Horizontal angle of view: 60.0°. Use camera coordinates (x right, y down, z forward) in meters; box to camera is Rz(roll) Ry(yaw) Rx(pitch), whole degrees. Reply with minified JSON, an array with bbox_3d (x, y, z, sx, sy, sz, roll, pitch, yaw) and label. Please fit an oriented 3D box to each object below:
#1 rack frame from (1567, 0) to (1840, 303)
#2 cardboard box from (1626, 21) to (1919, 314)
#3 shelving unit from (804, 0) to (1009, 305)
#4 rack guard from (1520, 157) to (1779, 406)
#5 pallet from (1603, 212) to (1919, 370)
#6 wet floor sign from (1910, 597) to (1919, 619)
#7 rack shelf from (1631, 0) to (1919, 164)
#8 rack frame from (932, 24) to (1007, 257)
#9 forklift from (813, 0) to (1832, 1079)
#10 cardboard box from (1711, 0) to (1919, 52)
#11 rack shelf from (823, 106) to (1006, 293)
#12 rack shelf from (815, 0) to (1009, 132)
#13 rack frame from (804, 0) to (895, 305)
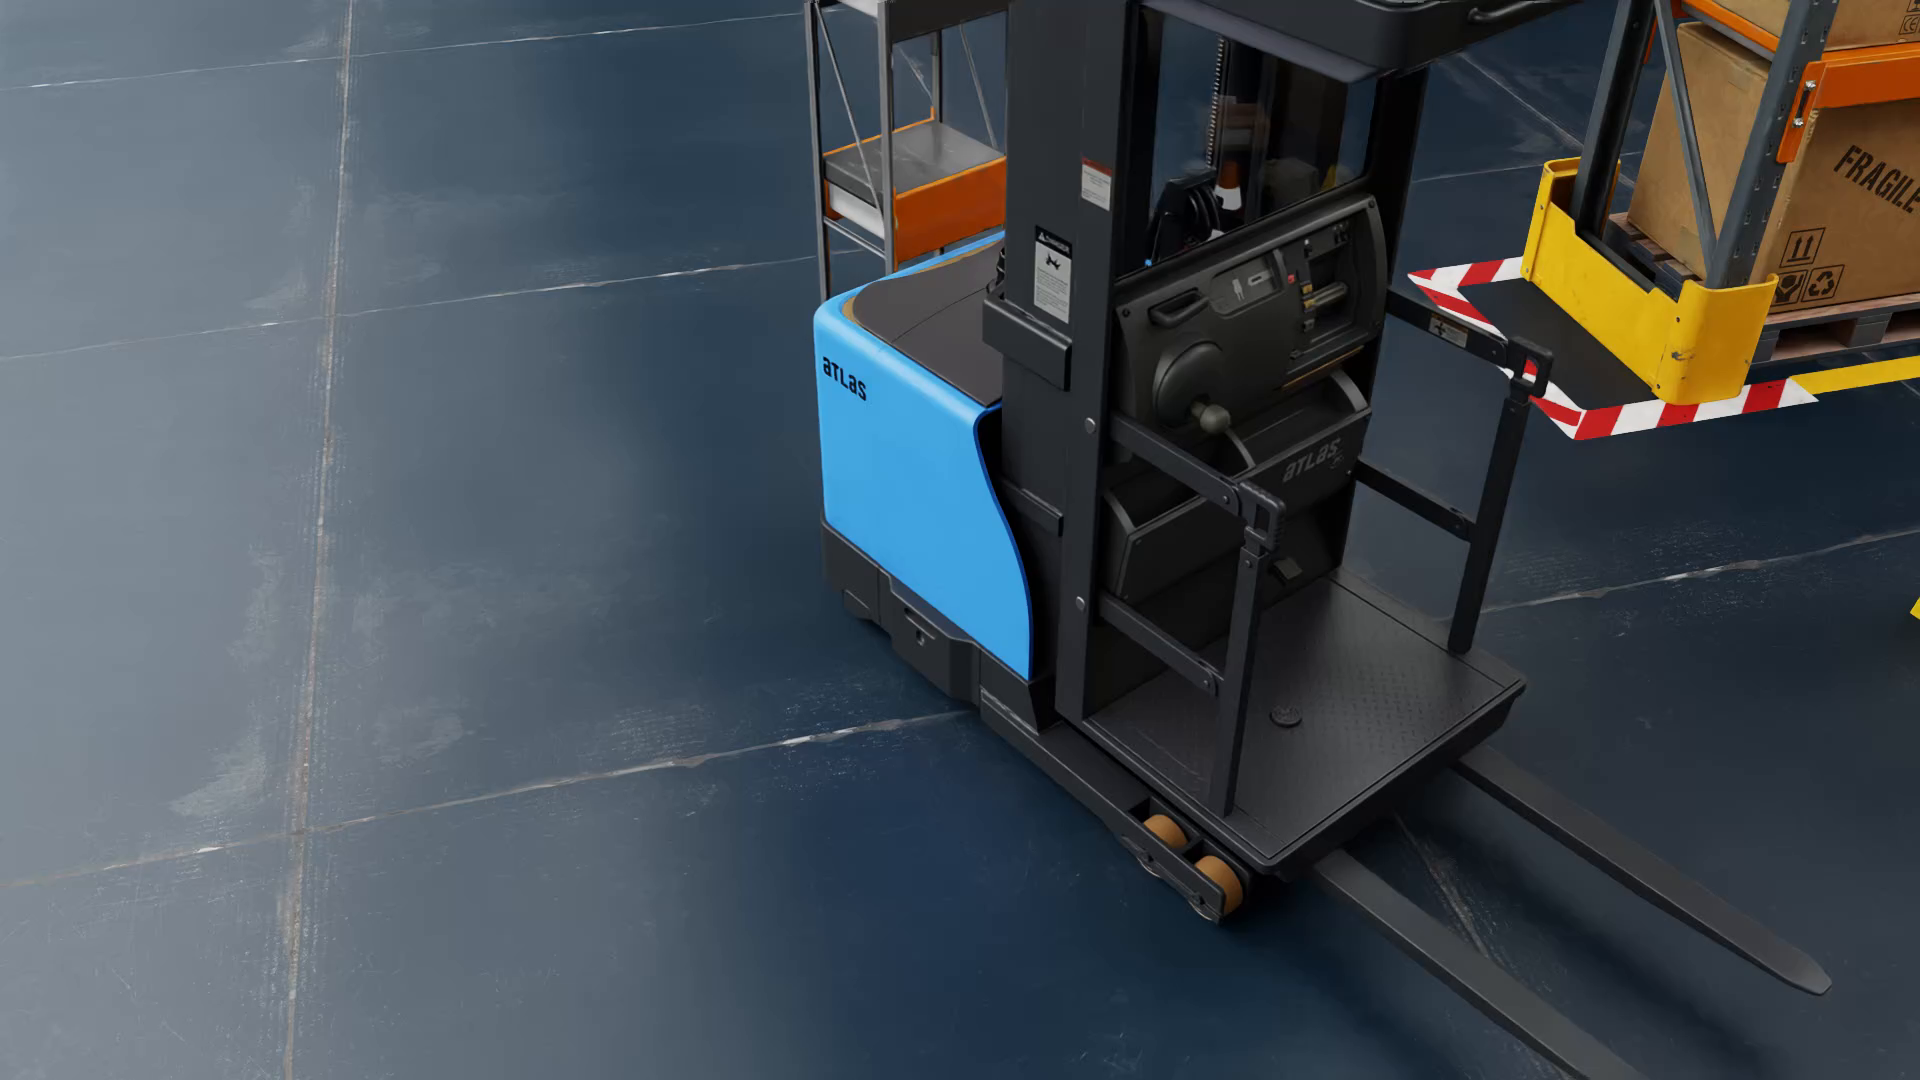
[{"bbox_3d":[2.778,-2.074,5.993,0.127,3.000,1.000,-9,38,-12],"label":"rack frame"},{"bbox_3d":[3.416,-1.543,6.702,0.875,0.875,0.875,-9,38,-12],"label":"cardboard box"},{"bbox_3d":[-0.144,-1.048,5.392,0.503,2.100,0.431,-27,45,-30],"label":"shelving unit"},{"bbox_3d":[2.755,-1.078,6.747,0.348,0.500,1.175,-9,38,-12],"label":"rack guard"},{"bbox_3d":[3.530,-1.139,7.066,1.213,0.211,1.003,-9,38,-12],"label":"pallet"},{"bbox_3d":[3.266,0.027,5.184,0.232,0.644,0.267,-16,40,-20],"label":"wet floor sign"},{"bbox_3d":[4.709,-2.105,6.625,4.000,0.370,1.077,-9,38,-12],"label":"rack shelf"},{"bbox_3d":[0.044,-1.143,5.516,0.015,2.100,0.400,-27,45,-30],"label":"rack frame"},{"bbox_3d":[0.876,-0.503,3.995,1.130,2.935,3.031,-27,45,-30],"label":"forklift"},{"bbox_3d":[3.125,-2.219,6.059,0.550,0.550,0.875,-9,38,-12],"label":"cardboard box"},{"bbox_3d":[-0.144,-1.037,5.400,0.480,0.518,0.431,-27,45,-30],"label":"rack shelf"},{"bbox_3d":[-0.144,-1.593,4.975,0.480,0.518,0.431,-27,45,-30],"label":"rack shelf"},{"bbox_3d":[-0.332,-0.954,5.269,0.015,2.100,0.400,-27,45,-30],"label":"rack frame"}]
